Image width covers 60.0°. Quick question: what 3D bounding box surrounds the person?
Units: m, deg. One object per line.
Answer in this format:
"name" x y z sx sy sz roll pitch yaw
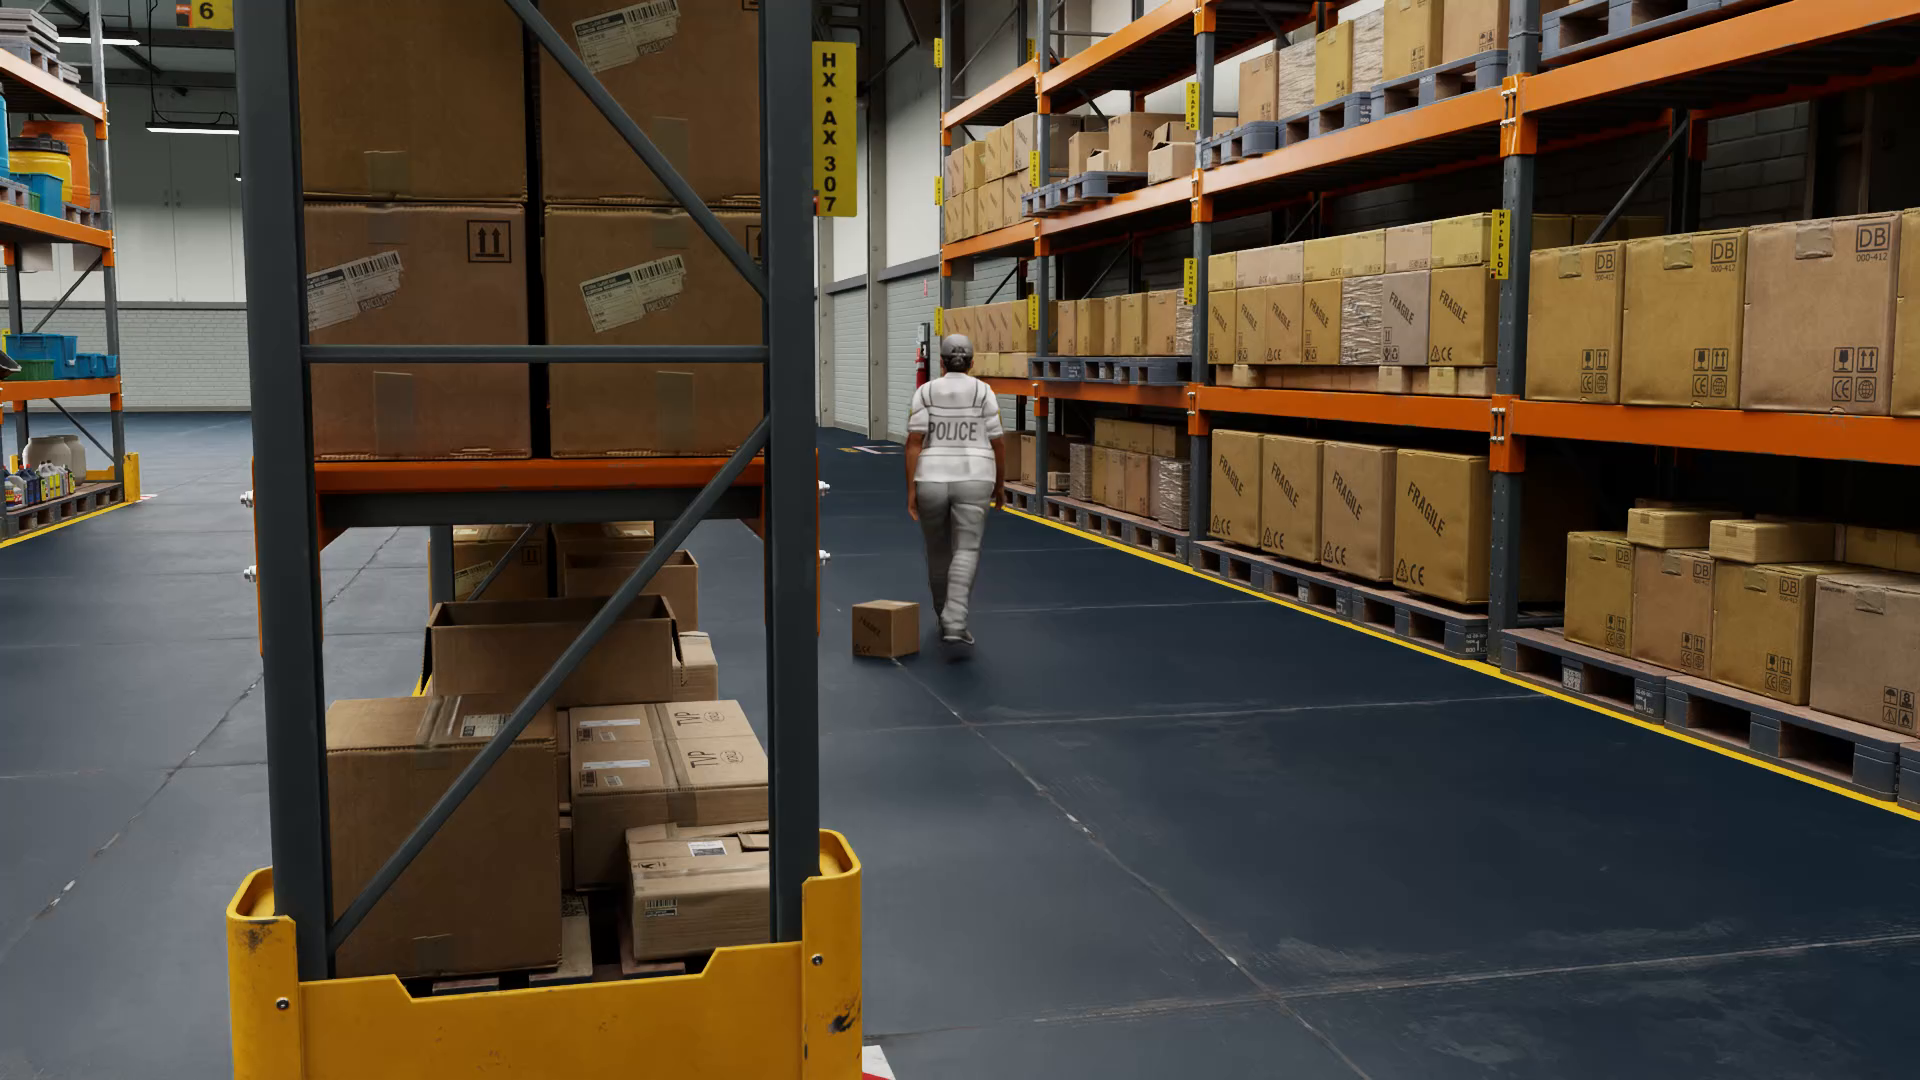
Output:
"person" -0.020 -0.280 8.677 0.494 1.588 1.070 1 6 12
